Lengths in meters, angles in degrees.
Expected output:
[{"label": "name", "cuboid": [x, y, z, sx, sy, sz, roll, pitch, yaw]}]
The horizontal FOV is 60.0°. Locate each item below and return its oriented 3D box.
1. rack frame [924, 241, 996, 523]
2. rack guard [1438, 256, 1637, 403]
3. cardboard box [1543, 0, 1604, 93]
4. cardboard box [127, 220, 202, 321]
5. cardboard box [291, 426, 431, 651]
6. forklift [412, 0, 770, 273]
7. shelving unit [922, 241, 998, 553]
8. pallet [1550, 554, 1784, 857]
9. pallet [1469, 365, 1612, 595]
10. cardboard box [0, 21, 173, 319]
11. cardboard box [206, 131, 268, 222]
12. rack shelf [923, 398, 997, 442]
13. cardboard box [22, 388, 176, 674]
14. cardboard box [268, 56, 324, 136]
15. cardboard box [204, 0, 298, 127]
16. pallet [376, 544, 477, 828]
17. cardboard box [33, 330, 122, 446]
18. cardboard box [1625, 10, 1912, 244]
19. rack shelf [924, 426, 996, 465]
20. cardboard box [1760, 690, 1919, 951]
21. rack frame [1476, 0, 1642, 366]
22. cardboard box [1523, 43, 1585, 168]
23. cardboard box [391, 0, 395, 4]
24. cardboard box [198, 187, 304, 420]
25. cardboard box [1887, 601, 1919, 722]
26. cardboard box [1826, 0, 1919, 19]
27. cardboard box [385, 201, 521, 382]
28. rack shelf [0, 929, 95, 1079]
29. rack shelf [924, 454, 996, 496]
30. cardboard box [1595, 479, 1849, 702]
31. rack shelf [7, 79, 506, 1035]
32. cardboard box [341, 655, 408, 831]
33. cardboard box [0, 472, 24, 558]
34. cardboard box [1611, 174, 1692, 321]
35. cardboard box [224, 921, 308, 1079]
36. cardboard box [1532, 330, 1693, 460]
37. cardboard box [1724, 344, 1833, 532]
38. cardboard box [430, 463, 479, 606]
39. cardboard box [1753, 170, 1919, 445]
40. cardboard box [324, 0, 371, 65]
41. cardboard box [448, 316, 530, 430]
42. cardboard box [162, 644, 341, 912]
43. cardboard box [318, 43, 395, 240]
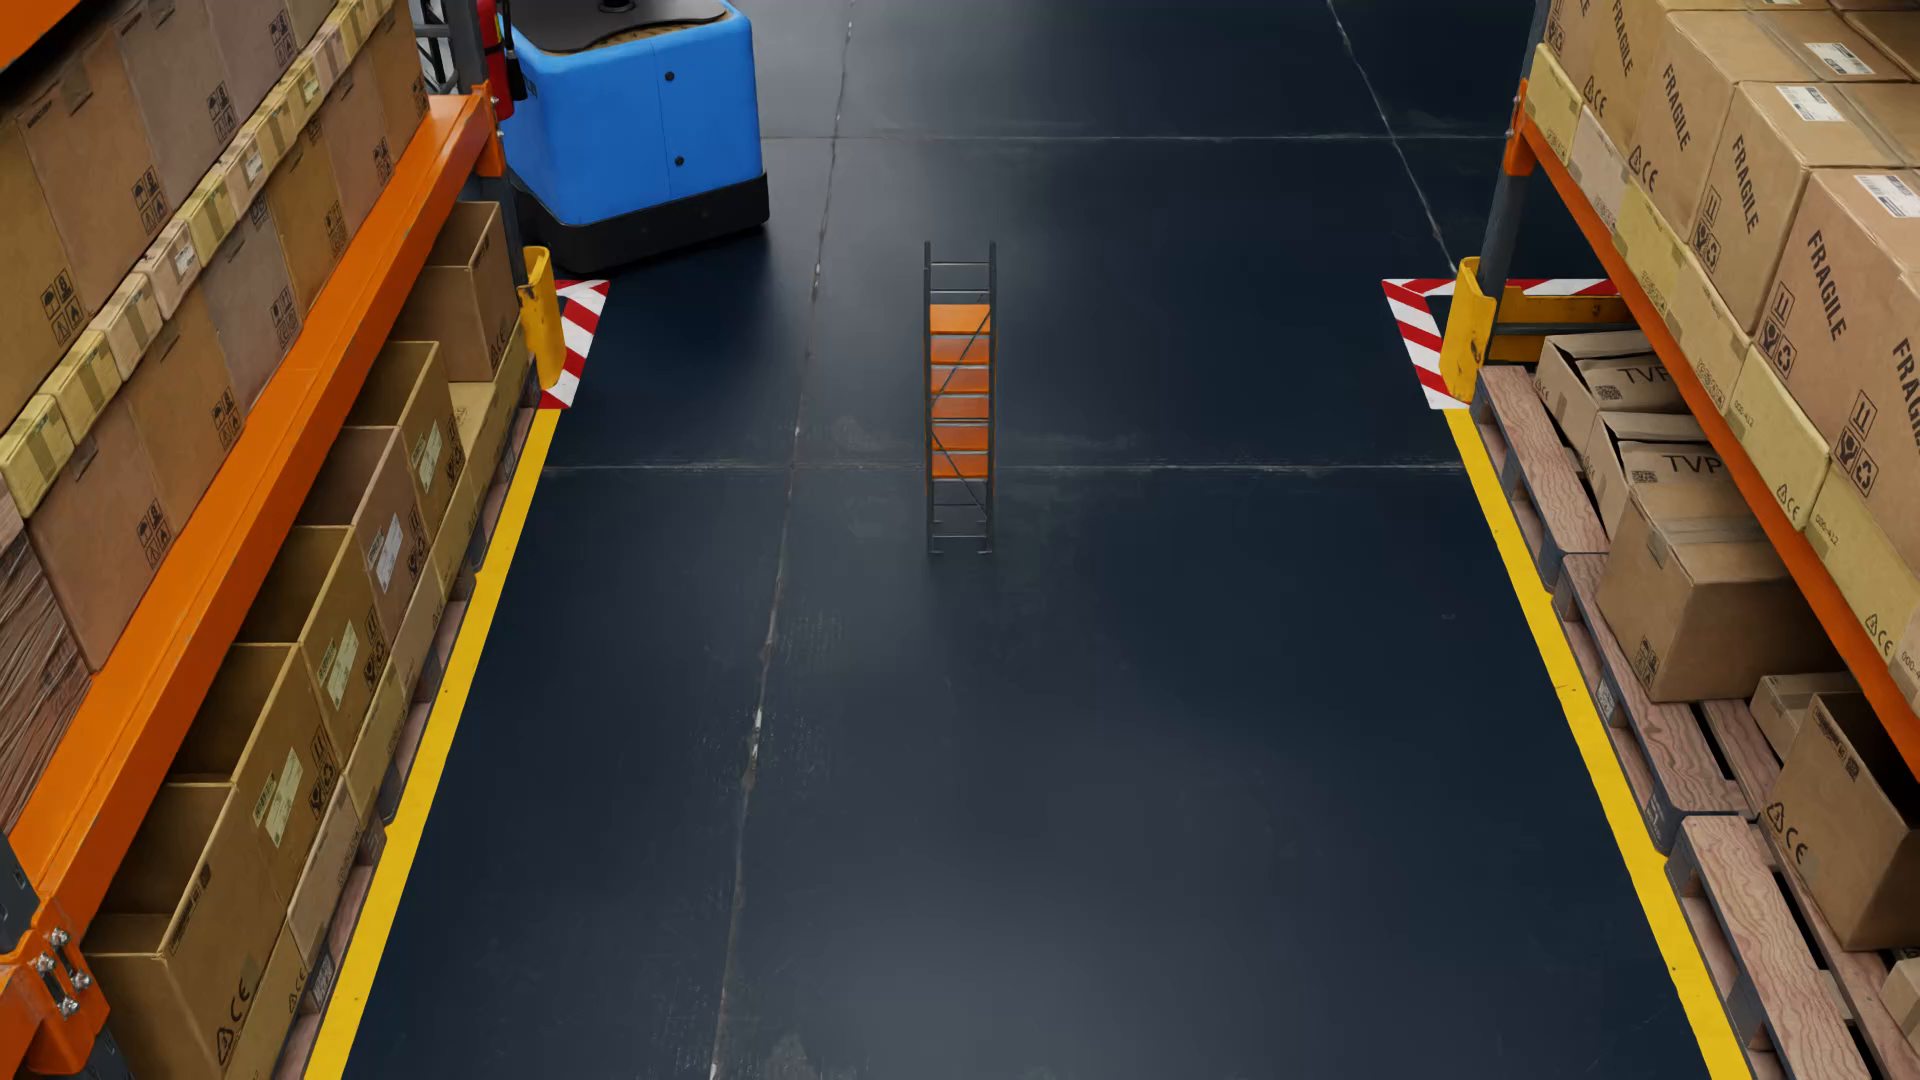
[{"label": "rack frame", "cuboid": [0.000, -0.534, 5.957, 0.240, 1.200, 0.006, 0, 39, 0]}, {"label": "rack guard", "cuboid": [2.653, -0.878, 6.946, 1.175, 0.500, 0.348, 0, 39, 0]}, {"label": "cardboard box", "cuboid": [2.353, -1.844, 5.656, 0.500, 0.500, 0.500, 0, 39, 0]}, {"label": "cardboard box", "cuboid": [-2.108, -0.660, 4.076, 0.380, 0.149, 0.250, -1, 39, -1]}, {"label": "cardboard box", "cuboid": [-1.987, -0.005, 5.121, 0.500, 0.500, 0.500, 0, 39, 0]}, {"label": "forklift", "cuboid": [-2.136, -3.269, 7.986, 1.130, 2.935, 3.031, -21, 43, -25]}, {"label": "shelving unit", "cuboid": [0.000, -0.477, 5.886, 0.258, 1.200, 0.189, 0, 39, 0]}, {"label": "pallet", "cuboid": [2.617, 0.504, 5.452, 1.003, 0.211, 1.213, 0, 39, 0]}, {"label": "pallet", "cuboid": [2.619, -0.257, 6.402, 1.003, 0.211, 1.213, 0, 39, 0]}, {"label": "cardboard box", "cuboid": [-2.305, -0.845, 3.789, 0.700, 0.500, 0.500, 0, 39, 0]}, {"label": "cardboard box", "cuboid": [-2.106, -0.978, 4.473, 0.380, 0.149, 0.250, -1, 39, -1]}, {"label": "rack shelf", "cuboid": [0.000, -0.443, 5.914, 0.258, 0.103, 0.180, 0, 39, 0]}, {"label": "cardboard box", "cuboid": [-2.310, -0.040, 3.821, 0.700, 0.500, 0.500, 0, 39, -1]}, {"label": "cardboard box", "cuboid": [-2.109, -1.303, 4.879, 0.380, 0.149, 0.250, 1, 39, 1]}, {"label": "cardboard box", "cuboid": [-2.305, -1.471, 4.569, 0.700, 0.500, 0.500, 0, 39, 0]}, {"label": "pallet", "cuboid": [-2.259, 0.433, 5.541, 1.003, 0.211, 1.213, 0, 39, 0]}, {"label": "cardboard box", "cuboid": [-2.107, -0.336, 3.672, 0.380, 0.149, 0.250, 0, 39, 0]}, {"label": "cardboard box", "cuboid": [2.338, -1.212, 4.868, 0.500, 0.500, 0.500, -1, 39, -2]}, {"label": "rack shelf", "cuboid": [0.000, -0.349, 5.989, 0.258, 0.103, 0.180, 0, 39, 0]}, {"label": "cardboard box", "cuboid": [2.616, 0.755, 4.556, 0.500, 0.500, 0.500, -3, 39, -3]}, {"label": "rack frame", "cuboid": [2.653, -1.901, 6.223, 1.000, 3.000, 0.127, 0, 39, 0]}, {"label": "cardboard box", "cuboid": [2.336, -1.545, 5.883, 0.500, 0.250, 0.500, -1, 39, -1]}, {"label": "cardboard box", "cuboid": [-2.110, -1.948, 5.684, 0.380, 0.149, 0.250, -1, 39, -1]}, {"label": "cardboard box", "cuboid": [-2.308, -0.674, 4.612, 0.700, 0.500, 0.500, 1, 39, 1]}, {"label": "cardboard box", "cuboid": [2.354, 0.355, 3.512, 0.500, 0.250, 0.500, 0, 39, 0]}, {"label": "cardboard box", "cuboid": [2.857, -1.533, 5.269, 0.500, 0.500, 0.500, 0, 39, 1]}, {"label": "cardboard box", "cuboid": [-2.002, -0.943, 6.292, 0.500, 0.500, 0.500, 0, 39, 0]}, {"label": "rack shelf", "cuboid": [-2.294, 2.138, 1.759, 1.077, 0.370, 4.000, 0, 39, 0]}, {"label": "rack shelf", "cuboid": [0.000, -0.255, 6.064, 0.258, 0.103, 0.180, 0, 39, 0]}, {"label": "cardboard box", "cuboid": [2.515, 0.151, 5.310, 0.700, 0.500, 0.500, -2, 39, -3]}, {"label": "rack shelf", "cuboid": [-2.298, -0.363, 4.880, 1.077, 0.370, 4.000, 0, 39, 0]}, {"label": "cardboard box", "cuboid": [-1.984, 0.600, 4.965, 0.500, 0.250, 0.500, 0, 39, 0]}, {"label": "cardboard box", "cuboid": [-2.103, -0.011, 3.266, 0.380, 0.149, 0.250, 0, 39, 1]}, {"label": "cardboard box", "cuboid": [2.346, -0.901, 5.080, 0.500, 0.250, 0.500, -1, 39, -1]}, {"label": "cardboard box", "cuboid": [-1.993, 1.226, 4.185, 0.500, 0.250, 0.500, 0, 39, 0]}, {"label": "cardboard box", "cuboid": [2.564, -0.590, 6.386, 0.500, 0.311, 0.500, -4, 39, -5]}, {"label": "cardboard box", "cuboid": [2.346, -0.271, 4.293, 0.500, 0.250, 0.500, 0, 39, 0]}, {"label": "cardboard box", "cuboid": [-1.990, -0.025, 5.746, 0.500, 0.250, 0.500, 0, 39, 0]}, {"label": "cardboard box", "cuboid": [2.352, -0.564, 4.059, 0.500, 0.500, 0.500, -1, 39, -1]}, {"label": "cardboard box", "cuboid": [-2.108, -1.625, 5.280, 0.380, 0.149, 0.250, -1, 39, -1]}, {"label": "cardboard box", "cuboid": [-2.005, -0.651, 6.526, 0.500, 0.250, 0.500, 0, 39, 0]}, {"label": "cardboard box", "cuboid": [-1.992, 0.620, 4.341, 0.500, 0.500, 0.500, 0, 39, 0]}, {"label": "cardboard box", "cuboid": [-2.308, -1.313, 5.410, 0.700, 0.500, 0.500, 1, 39, 1]}]
